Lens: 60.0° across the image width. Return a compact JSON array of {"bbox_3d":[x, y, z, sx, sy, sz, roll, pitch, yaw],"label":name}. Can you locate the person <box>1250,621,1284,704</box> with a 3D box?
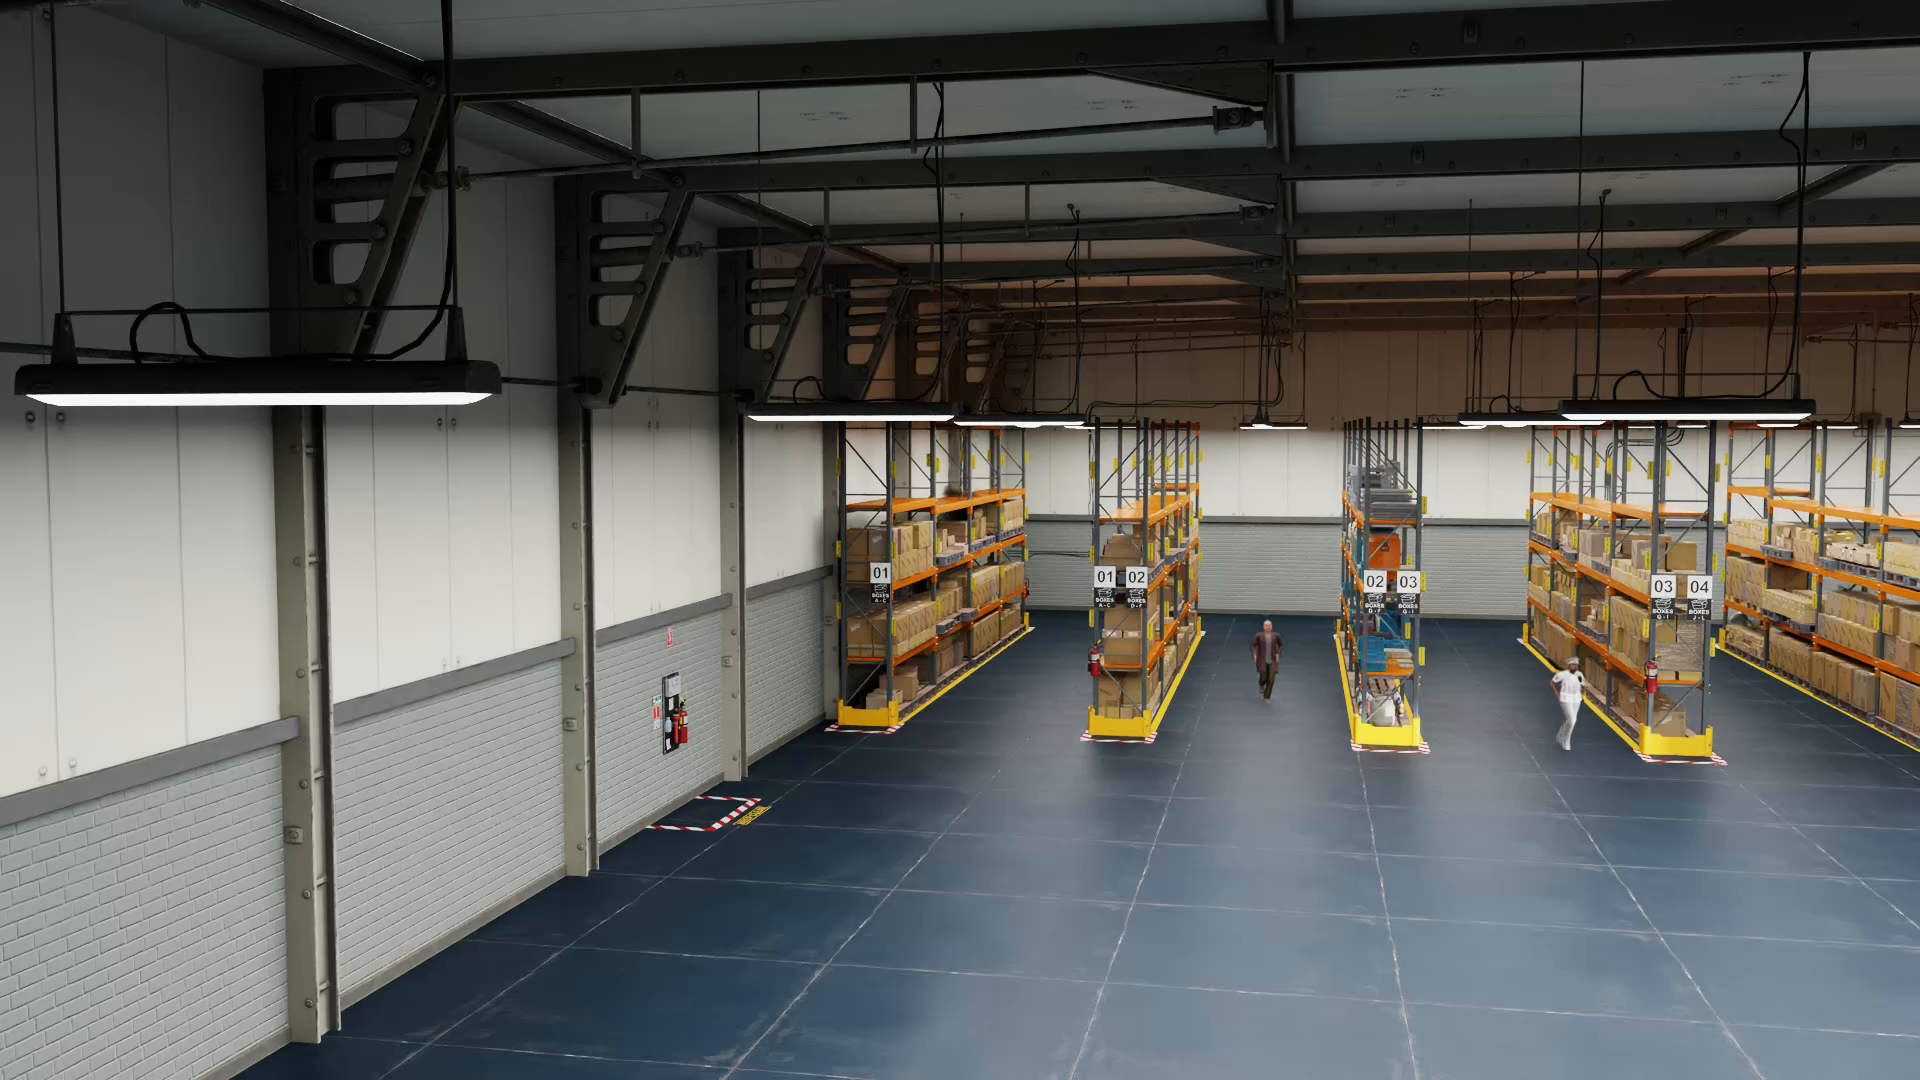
[{"bbox_3d":[6.525,2.583,35.334,0.724,1.750,0.653,0,4,2],"label":"person"}]

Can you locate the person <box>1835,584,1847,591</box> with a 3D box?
[{"bbox_3d":[23.593,2.013,44.572,0.586,1.659,0.617,0,4,5],"label":"person"}]

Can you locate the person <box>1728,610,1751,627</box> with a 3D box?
[{"bbox_3d":[21.300,1.957,45.283,0.738,1.735,0.810,2,4,33],"label":"person"}]

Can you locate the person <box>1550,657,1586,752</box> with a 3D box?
[{"bbox_3d":[10.994,2.945,29.985,0.560,1.713,0.740,-1,4,-13],"label":"person"}]
